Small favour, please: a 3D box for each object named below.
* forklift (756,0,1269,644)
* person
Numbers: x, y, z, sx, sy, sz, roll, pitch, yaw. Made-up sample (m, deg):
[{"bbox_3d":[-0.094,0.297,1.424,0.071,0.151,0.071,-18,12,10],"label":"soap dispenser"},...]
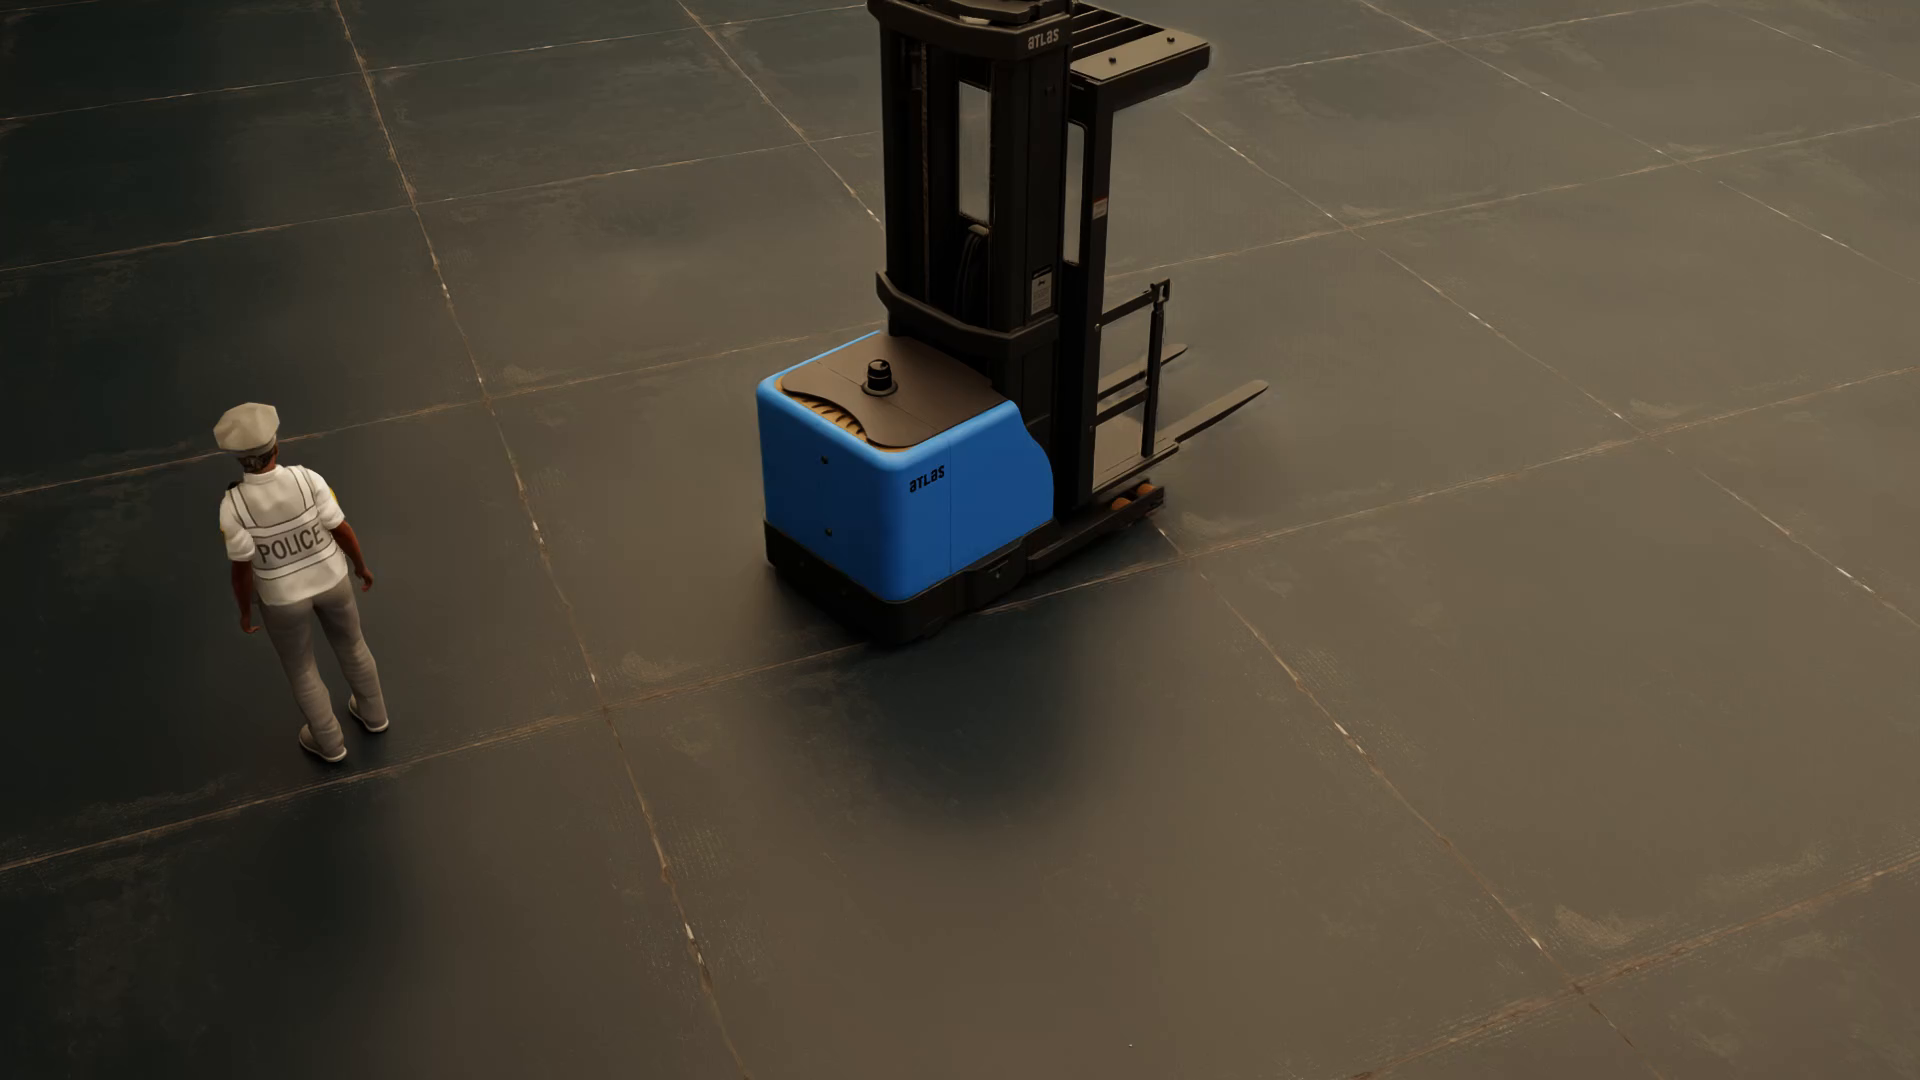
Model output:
[{"bbox_3d":[0.439,-1.445,8.130,3.031,2.935,1.130,-29,44,-34],"label":"forklift"},{"bbox_3d":[-2.743,0.184,6.927,0.557,1.678,0.384,-25,42,-31],"label":"person"}]
